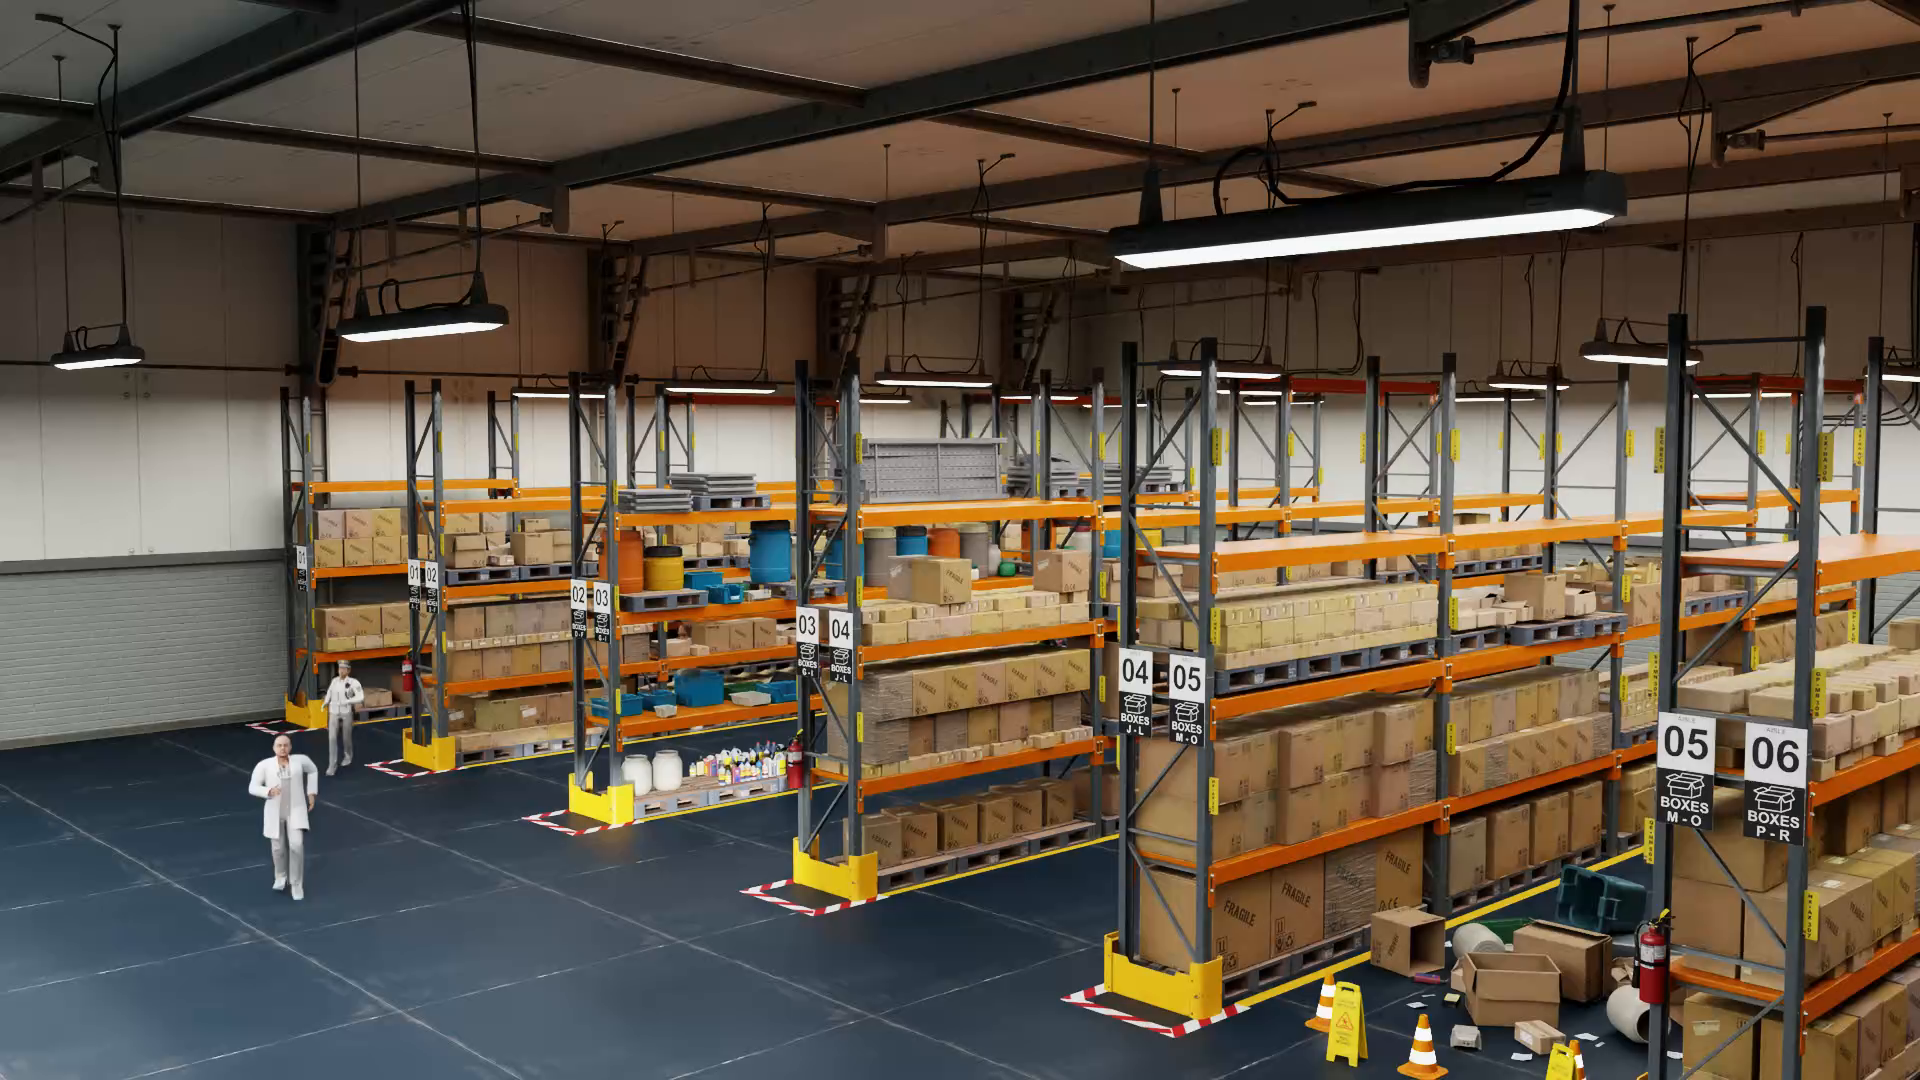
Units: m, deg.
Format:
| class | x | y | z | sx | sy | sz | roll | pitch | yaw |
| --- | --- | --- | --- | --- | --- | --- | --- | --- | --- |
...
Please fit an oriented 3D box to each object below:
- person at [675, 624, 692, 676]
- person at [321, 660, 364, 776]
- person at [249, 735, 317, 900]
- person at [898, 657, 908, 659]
| class | x | y | z | sx | sy | sz | roll | pitch | yaw |
| --- | --- | --- | --- | --- | --- | --- | --- | --- | --- |
| person | -5.140 | 2.368 | 30.816 | 0.604 | 1.632 | 0.537 | -4 | 5 | -45 |
| person | -9.446 | 2.682 | 25.448 | 0.656 | 1.712 | 0.854 | 0 | 4 | -6 |
| person | -7.543 | 3.095 | 18.564 | 0.708 | 1.856 | 0.840 | -1 | 4 | -21 |
| person | -0.932 | 2.395 | 29.768 | 0.575 | 1.685 | 0.938 | 3 | 5 | 40 |
